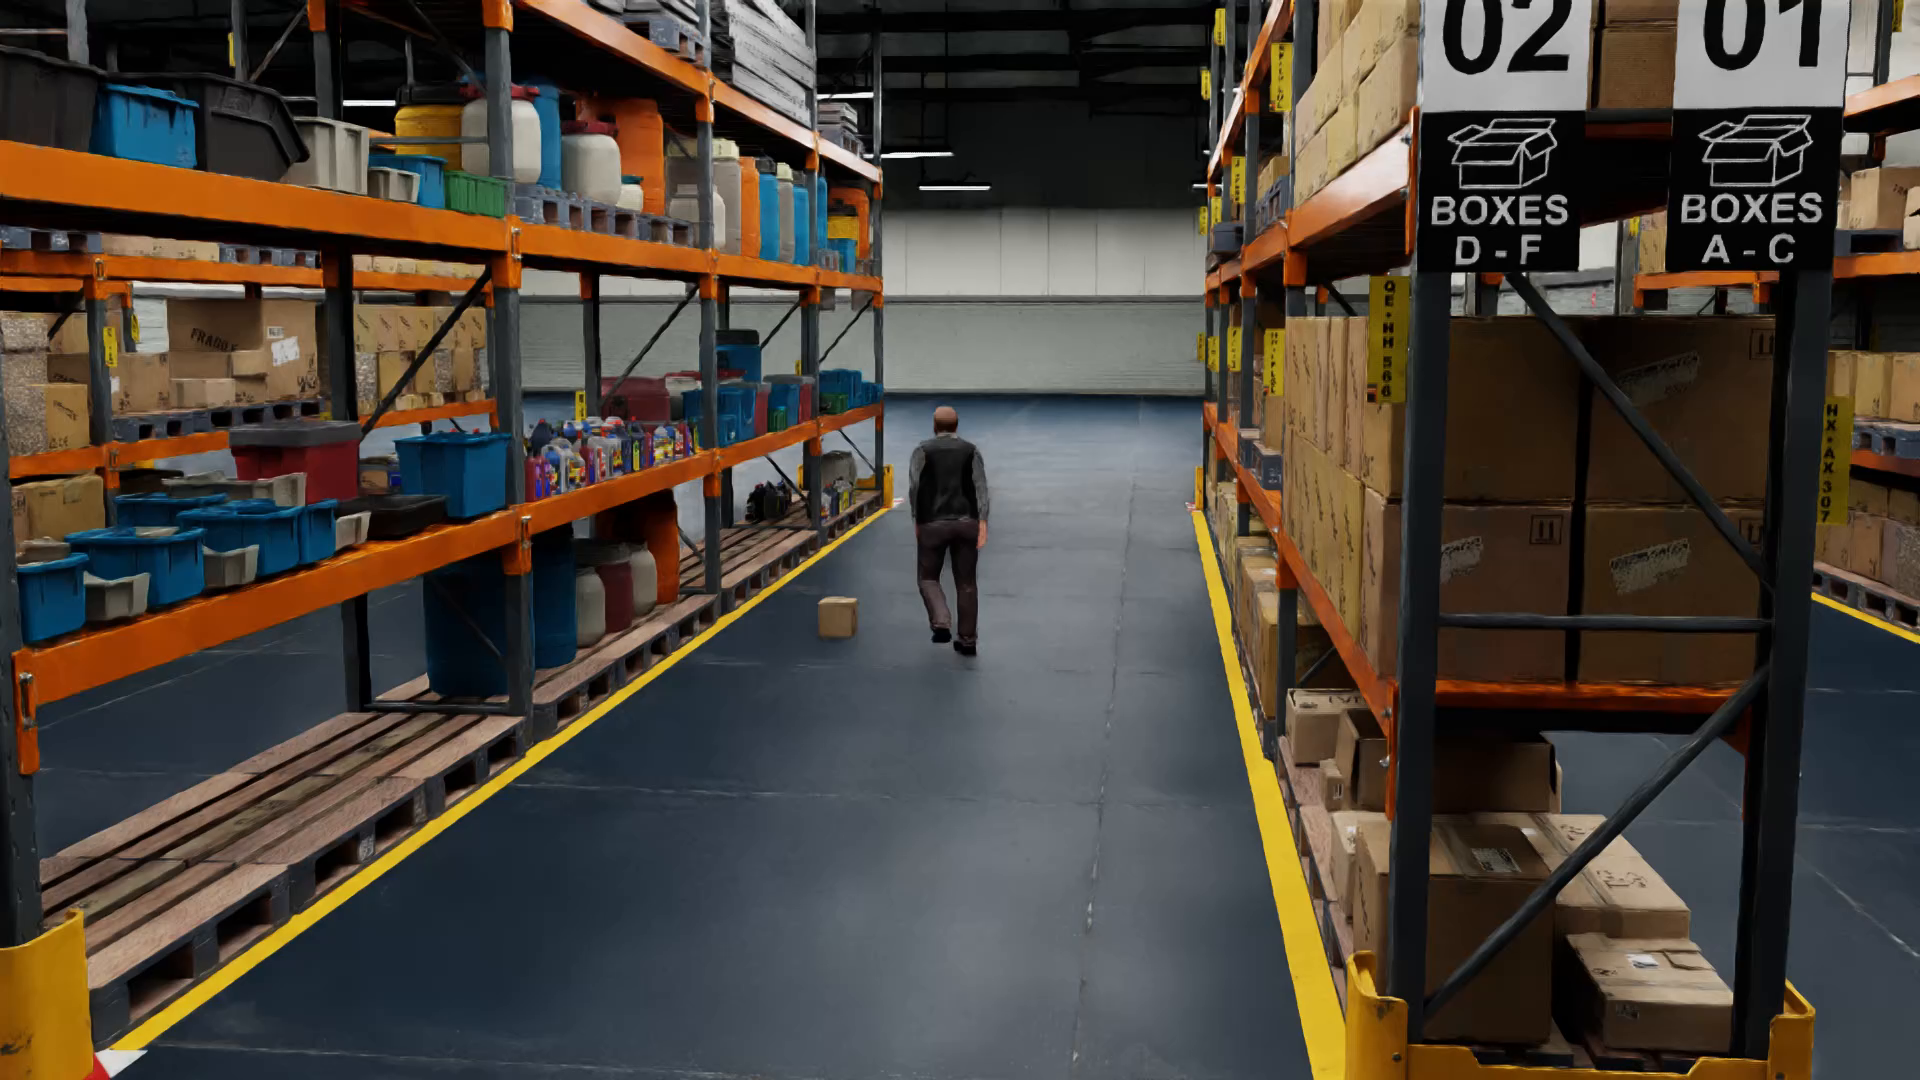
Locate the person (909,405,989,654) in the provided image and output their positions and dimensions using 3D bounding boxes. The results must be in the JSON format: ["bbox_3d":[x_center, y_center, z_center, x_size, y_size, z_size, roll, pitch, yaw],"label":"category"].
[{"bbox_3d":[-0.070,-0.067,11.445,0.546,1.700,0.620,-2,8,-15],"label":"person"}]
